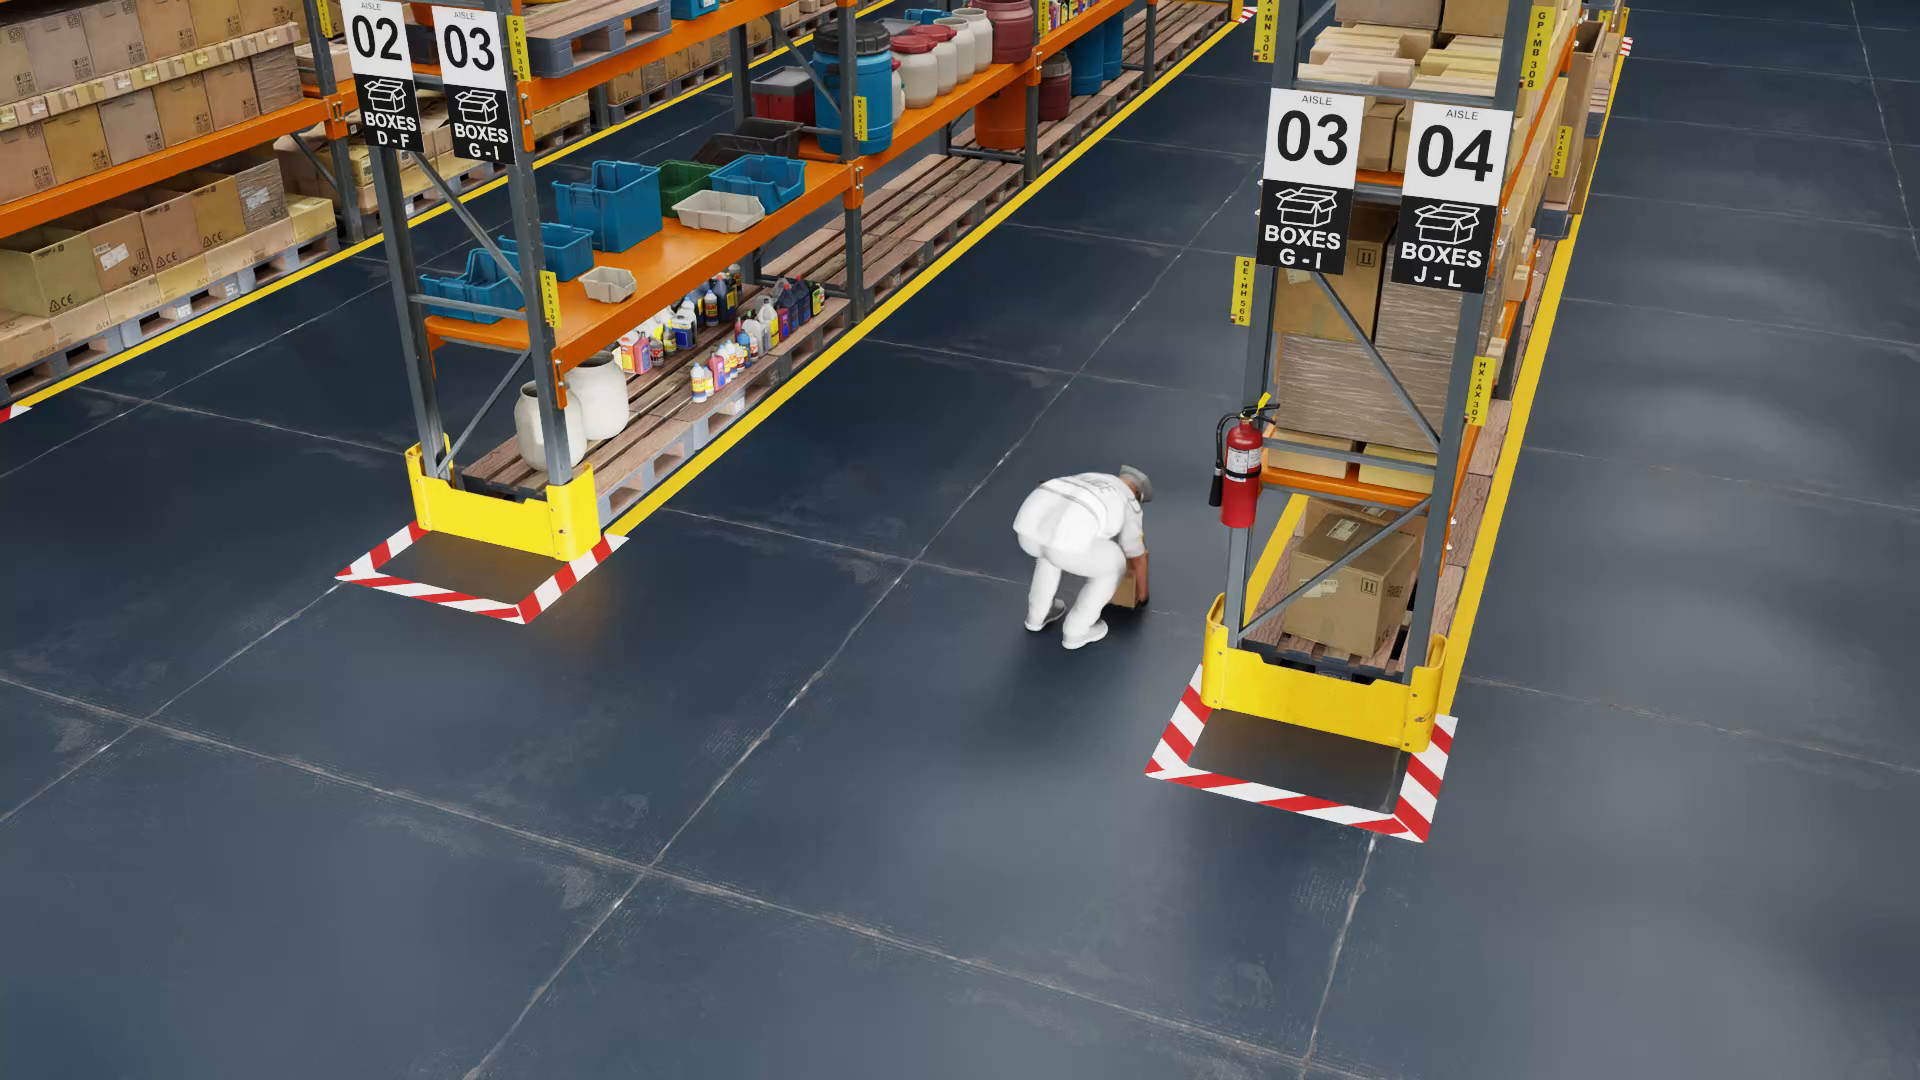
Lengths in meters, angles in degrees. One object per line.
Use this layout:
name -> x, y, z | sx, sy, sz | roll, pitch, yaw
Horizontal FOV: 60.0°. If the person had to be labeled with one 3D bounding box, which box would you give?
person -> 0.707, 0.030, 9.186 | 0.544, 0.928, 1.021 | 23, 37, 34
